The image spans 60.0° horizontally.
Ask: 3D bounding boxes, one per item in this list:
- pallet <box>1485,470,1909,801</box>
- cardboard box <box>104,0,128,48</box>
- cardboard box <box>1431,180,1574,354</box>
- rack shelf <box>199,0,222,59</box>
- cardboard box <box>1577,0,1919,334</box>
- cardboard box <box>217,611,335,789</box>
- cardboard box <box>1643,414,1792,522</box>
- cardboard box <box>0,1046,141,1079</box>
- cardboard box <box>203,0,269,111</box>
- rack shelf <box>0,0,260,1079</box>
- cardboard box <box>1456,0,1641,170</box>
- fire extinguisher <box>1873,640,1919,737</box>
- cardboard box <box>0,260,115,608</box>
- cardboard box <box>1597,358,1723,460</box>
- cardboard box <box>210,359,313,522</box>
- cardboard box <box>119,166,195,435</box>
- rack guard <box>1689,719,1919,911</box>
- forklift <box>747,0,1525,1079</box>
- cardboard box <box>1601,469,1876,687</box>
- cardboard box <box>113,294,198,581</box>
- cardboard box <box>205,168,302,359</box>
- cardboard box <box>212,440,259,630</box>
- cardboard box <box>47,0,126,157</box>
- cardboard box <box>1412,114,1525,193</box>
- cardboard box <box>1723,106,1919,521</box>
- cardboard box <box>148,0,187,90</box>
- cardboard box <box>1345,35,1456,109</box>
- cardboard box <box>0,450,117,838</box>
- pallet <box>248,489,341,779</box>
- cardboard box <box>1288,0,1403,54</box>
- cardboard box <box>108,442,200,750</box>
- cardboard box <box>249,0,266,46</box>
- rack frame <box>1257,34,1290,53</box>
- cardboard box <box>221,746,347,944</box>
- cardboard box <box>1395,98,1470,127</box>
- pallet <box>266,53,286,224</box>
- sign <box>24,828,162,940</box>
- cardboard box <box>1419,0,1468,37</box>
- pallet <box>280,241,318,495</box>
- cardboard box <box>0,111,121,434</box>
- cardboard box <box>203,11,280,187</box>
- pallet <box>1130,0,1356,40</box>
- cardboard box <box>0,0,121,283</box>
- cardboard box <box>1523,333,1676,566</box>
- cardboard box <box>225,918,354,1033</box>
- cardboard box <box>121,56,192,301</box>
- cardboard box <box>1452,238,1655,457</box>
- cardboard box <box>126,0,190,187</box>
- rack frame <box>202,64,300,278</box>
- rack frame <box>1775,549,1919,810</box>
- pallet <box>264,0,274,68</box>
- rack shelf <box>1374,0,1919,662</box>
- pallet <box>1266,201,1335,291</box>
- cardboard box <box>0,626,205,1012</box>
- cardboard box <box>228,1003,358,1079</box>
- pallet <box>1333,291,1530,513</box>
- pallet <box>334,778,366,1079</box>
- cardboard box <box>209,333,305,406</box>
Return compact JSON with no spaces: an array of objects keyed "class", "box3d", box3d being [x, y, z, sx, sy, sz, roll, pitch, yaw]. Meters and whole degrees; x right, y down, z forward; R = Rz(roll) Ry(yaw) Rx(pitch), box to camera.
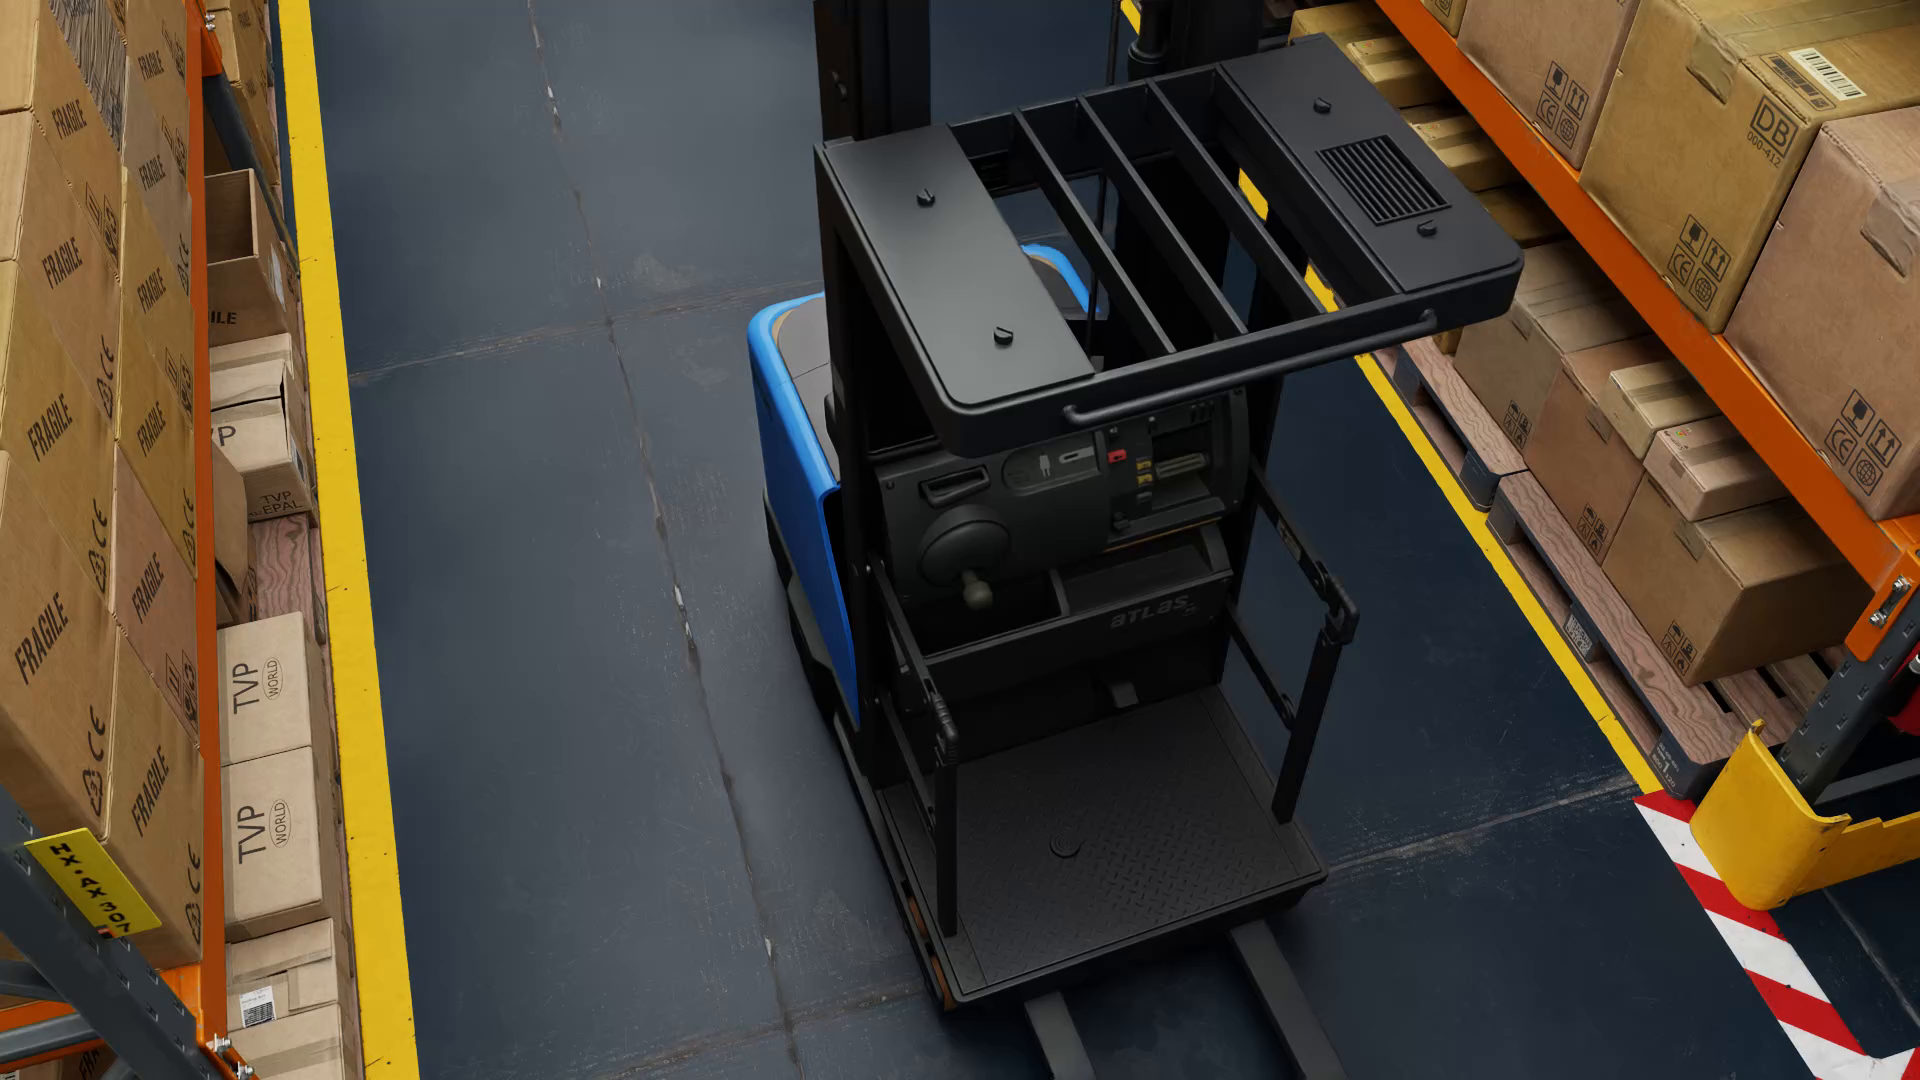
[{"class":"pallet","box3d":[2.475,0.183,5.458,1.003,0.211,1.213,-13,51,-11]},{"class":"cardboard box","box3d":[-2.577,-1.618,4.433,0.500,0.500,0.500,-14,51,-12]},{"class":"cardboard box","box3d":[2.021,-1.088,6.066,0.700,0.500,0.500,-12,51,-10]},{"class":"rack shelf","box3d":[-3.719,-3.177,6.937,1.077,0.370,4.000,-13,51,-11]},{"class":"cardboard box","box3d":[2.400,-1.145,4.557,0.980,0.700,0.700,-14,51,-11]},{"class":"cardboard box","box3d":[-2.131,0.526,4.855,0.500,0.250,0.500,-13,51,-11]},{"class":"cardboard box","box3d":[2.271,-0.229,4.918,0.380,0.149,0.250,-14,51,-11]},{"class":"cardboard box","box3d":[-2.341,1.296,4.043,0.500,0.500,0.500,-13,51,-11]},{"class":"cardboard box","box3d":[-3.207,-2.080,6.889,0.500,0.500,0.500,-13,51,-10]},{"class":"rack shelf","box3d":[-2.536,-0.256,4.474,1.077,0.370,4.000,-13,51,-11]},{"class":"cardboard box","box3d":[2.183,-1.704,5.029,0.980,0.700,0.700,-16,52,-13]},{"class":"fire extinguisher","box3d":[2.390,0.210,3.905,0.296,0.674,0.183,-13,51,-11]},{"class":"cardboard box","box3d":[-1.986,-0.145,3.191,0.500,0.500,0.500,-13,51,-11]},{"class":"cardboard box","box3d":[2.195,-0.416,5.075,0.380,0.149,0.250,-12,51,-10]},{"class":"cardboard box","box3d":[-2.467,-0.324,5.532,0.500,0.311,0.500,-13,51,-11]},{"class":"cardboard box","box3d":[-2.274,-0.551,4.187,0.500,0.500,0.500,-13,51,-10]},{"class":"rack guard","box3d":[2.793,0.674,4.855,1.175,0.500,0.348,-13,51,-11]},{"class":"forklift","box3d":[0.337,-0.004,3.837,1.130,2.935,3.031,-16,52,-13]},{"class":"cardboard box","box3d":[2.483,0.032,5.121,0.700,0.500,0.500,-13,51,-11]},{"class":"cardboard box","box3d":[-2.128,-0.186,3.879,0.500,0.500,0.500,-13,51,-11]},{"class":"cardboard box","box3d":[-2.688,-0.932,5.921,0.500,0.500,0.500,-13,51,-11]},{"class":"cardboard box","box3d":[-2.567,0.086,5.061,0.797,0.503,0.637,-13,51,-11]},{"class":"cardboard box","box3d":[-2.428,-1.250,4.123,0.500,0.500,0.500,-13,51,-11]},{"class":"cardboard box","box3d":[1.808,-1.368,5.877,0.380,0.149,0.250,-15,51,-12]},{"class":"cardboard box","box3d":[2.626,-0.616,4.112,0.980,0.700,0.700,-11,51,-9]},{"class":"cardboard box","box3d":[-2.735,-1.673,5.133,0.500,0.500,0.500,-13,51,-10]},{"class":"cardboard box","box3d":[1.653,-1.749,6.199,0.380,0.149,0.250,-12,51,-10]},{"class":"cardboard box","box3d":[-1.824,0.235,2.871,0.500,0.500,0.500,-12,51,-10]},{"class":"pallet","box3d":[-2.561,0.345,5.321,1.003,0.211,1.213,-13,51,-11]},{"class":"cardboard box","box3d":[1.726,-1.831,6.692,0.700,0.500,0.500,-13,51,-11]},{"class":"cardboard box","box3d":[-1.982,0.182,3.570,0.500,0.500,0.500,-14,51,-11]},{"class":"cardboard box","box3d":[-3.347,-2.446,7.198,0.500,0.500,0.500,-13,51,-11]},{"class":"rack frame","box3d":[1.603,-3.071,6.377,1.000,3.000,0.127,-13,51,-11]},{"class":"cardboard box","box3d":[-1.983,0.891,4.547,0.500,0.250,0.500,-13,51,-11]},{"class":"cardboard box","box3d":[1.872,-1.464,6.382,0.700,0.500,0.500,-14,51,-11]},{"class":"pallet","box3d":[-3.405,-1.635,6.990,1.003,0.211,1.213,-13,51,-11]},{"class":"sign","box3d":[-1.427,0.571,2.740,0.100,0.325,0.005,-13,51,-11]},{"class":"cardboard box","box3d":[1.959,-2.233,5.475,0.980,0.700,0.700,-14,51,-12]},{"class":"pallet","box3d":[-2.926,-0.548,6.074,1.003,0.211,1.213,-13,51,-11]},{"class":"cardboard box","box3d":[-2.129,-0.512,3.500,0.500,0.500,0.500,-13,51,-10]},{"class":"cardboard box","box3d":[-3.038,-1.693,6.562,0.500,0.500,0.500,-15,52,-13]},{"class":"pallet","box3d":[1.303,-2.719,7.904,1.003,0.211,1.213,-13,51,-11]},{"class":"cardboard box","box3d":[-2.280,-0.882,3.813,0.500,0.500,0.500,-14,51,-11]},{"class":"cardboard box","box3d":[2.335,-0.333,5.429,0.700,0.500,0.500,-13,51,-11]},{"class":"cardboard box","box3d":[-1.814,1.179,4.360,0.380,0.166,0.250,-13,51,-11]},{"class":"cardboard box","box3d":[-2.427,-0.922,4.500,0.500,0.500,0.500,-12,51,-10]},{"class":"cardboard box","box3d":[2.186,-0.700,5.739,0.700,0.500,0.500,-15,51,-12]},{"class":"cardboard box","box3d":[-2.581,-1.297,4.816,0.500,0.500,0.500,-12,51,-10]},{"class":"rack frame","box3d":[-3.128,-1.948,5.431,1.000,3.000,0.127,-13,51,-11]},{"class":"rack frame","box3d":[2.786,-0.150,3.914,1.000,3.000,0.127,-13,51,-11]},{"class":"pallet","box3d":[-3.769,-2.528,7.743,1.003,0.211,1.213,-13,51,-11]},{"class":"rack shelf","box3d":[2.195,-1.378,5.421,1.077,0.370,4.000,-13,51,-11]},{"class":"pallet","box3d":[1.753,-1.599,6.960,1.003,0.211,1.213,-13,51,-11]},{"class":"cardboard box","box3d":[-1.824,0.557,3.253,0.500,0.500,0.500,-12,51,-10]},{"class":"cardboard box","box3d":[-1.741,1.367,4.213,0.380,0.149,0.250,-13,51,-11]},{"class":"pallet","box3d":[2.118,-0.706,6.208,1.003,0.211,1.213,-13,51,-11]},{"class":"pallet","box3d":[-2.204,1.235,4.571,1.003,0.211,1.213,-13,51,-11]},{"class":"cardboard box","box3d":[-2.520,-0.559,5.836,0.380,0.149,0.250,-13,51,-11]}]
